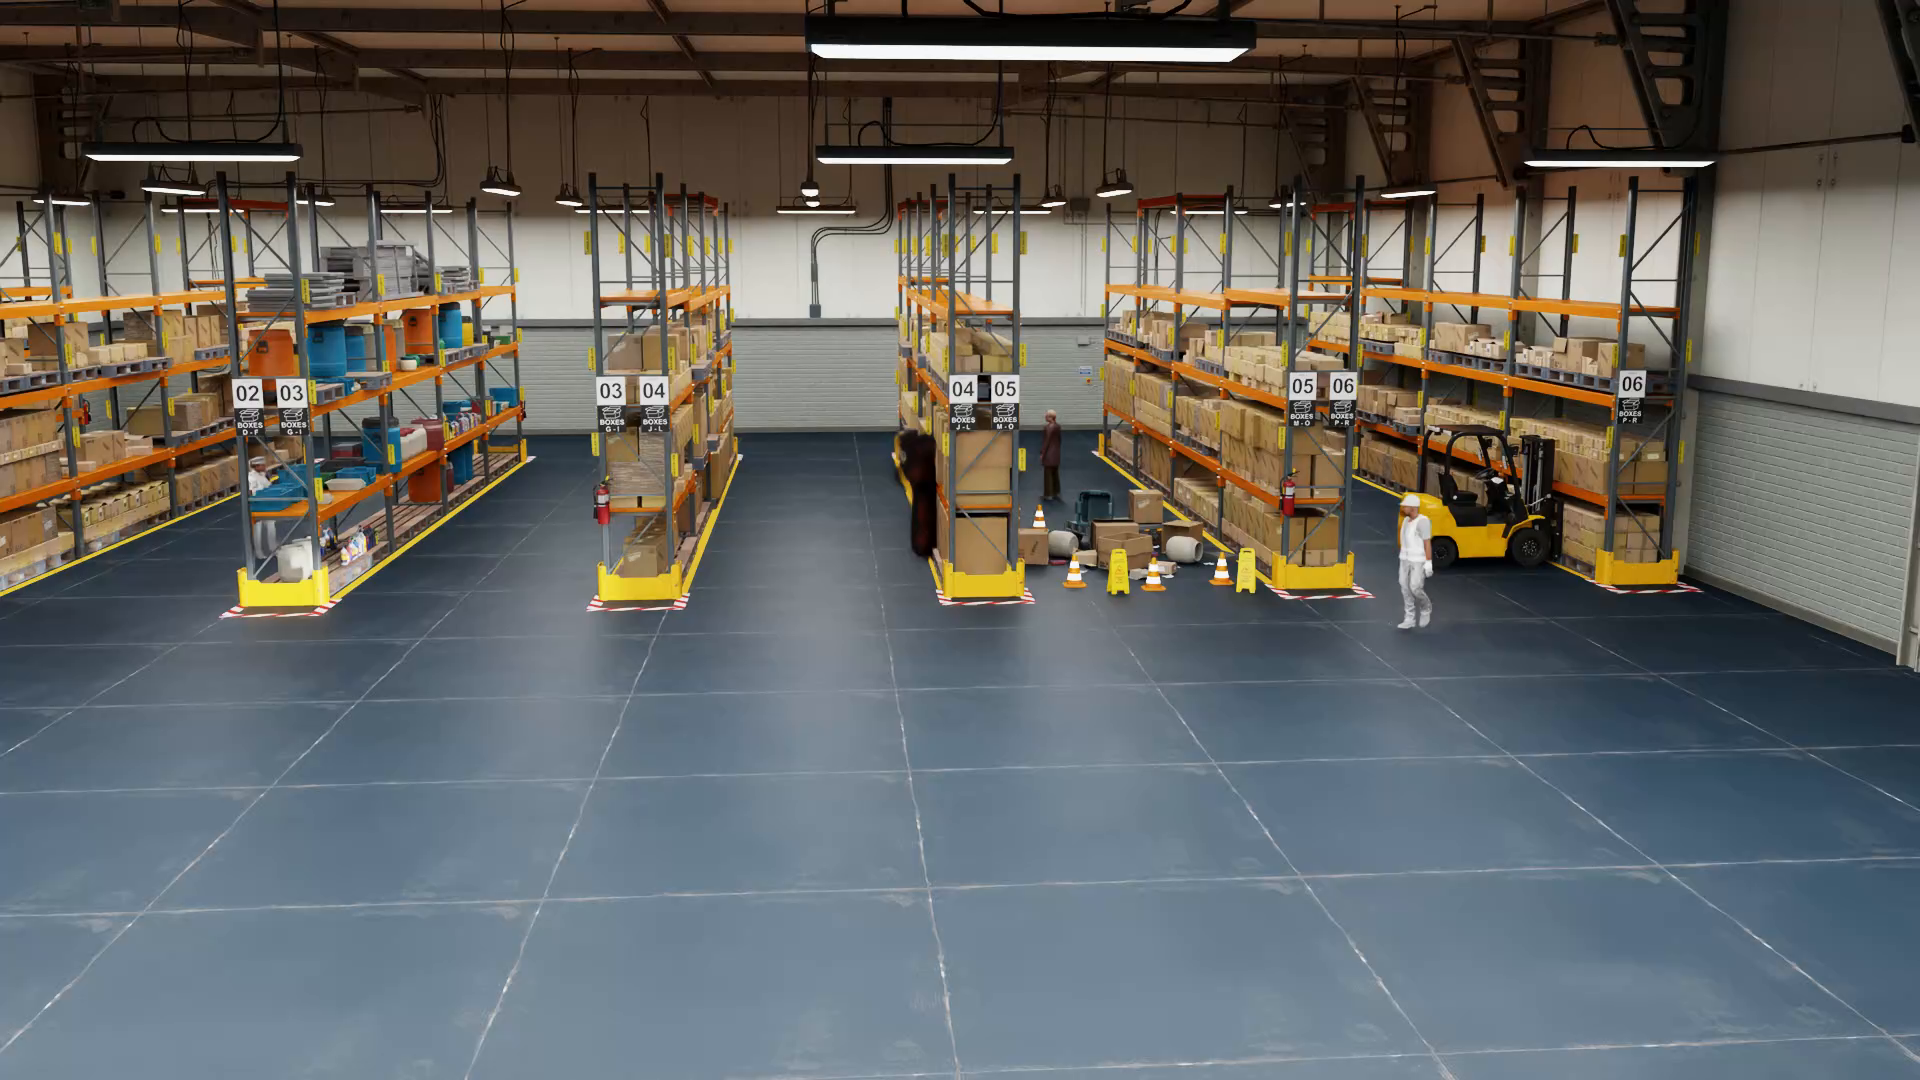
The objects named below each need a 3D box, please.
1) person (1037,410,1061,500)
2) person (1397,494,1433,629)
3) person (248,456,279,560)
[{"bbox_3d":[1.783,-1.649,33.246,0.412,1.716,0.636,5,11,24],"label":"person"},{"bbox_3d":[5.993,0.290,21.798,0.485,1.779,0.578,-8,13,-38],"label":"person"},{"bbox_3d":[-11.327,-0.526,26.944,0.365,1.677,0.510,7,12,35],"label":"person"}]
